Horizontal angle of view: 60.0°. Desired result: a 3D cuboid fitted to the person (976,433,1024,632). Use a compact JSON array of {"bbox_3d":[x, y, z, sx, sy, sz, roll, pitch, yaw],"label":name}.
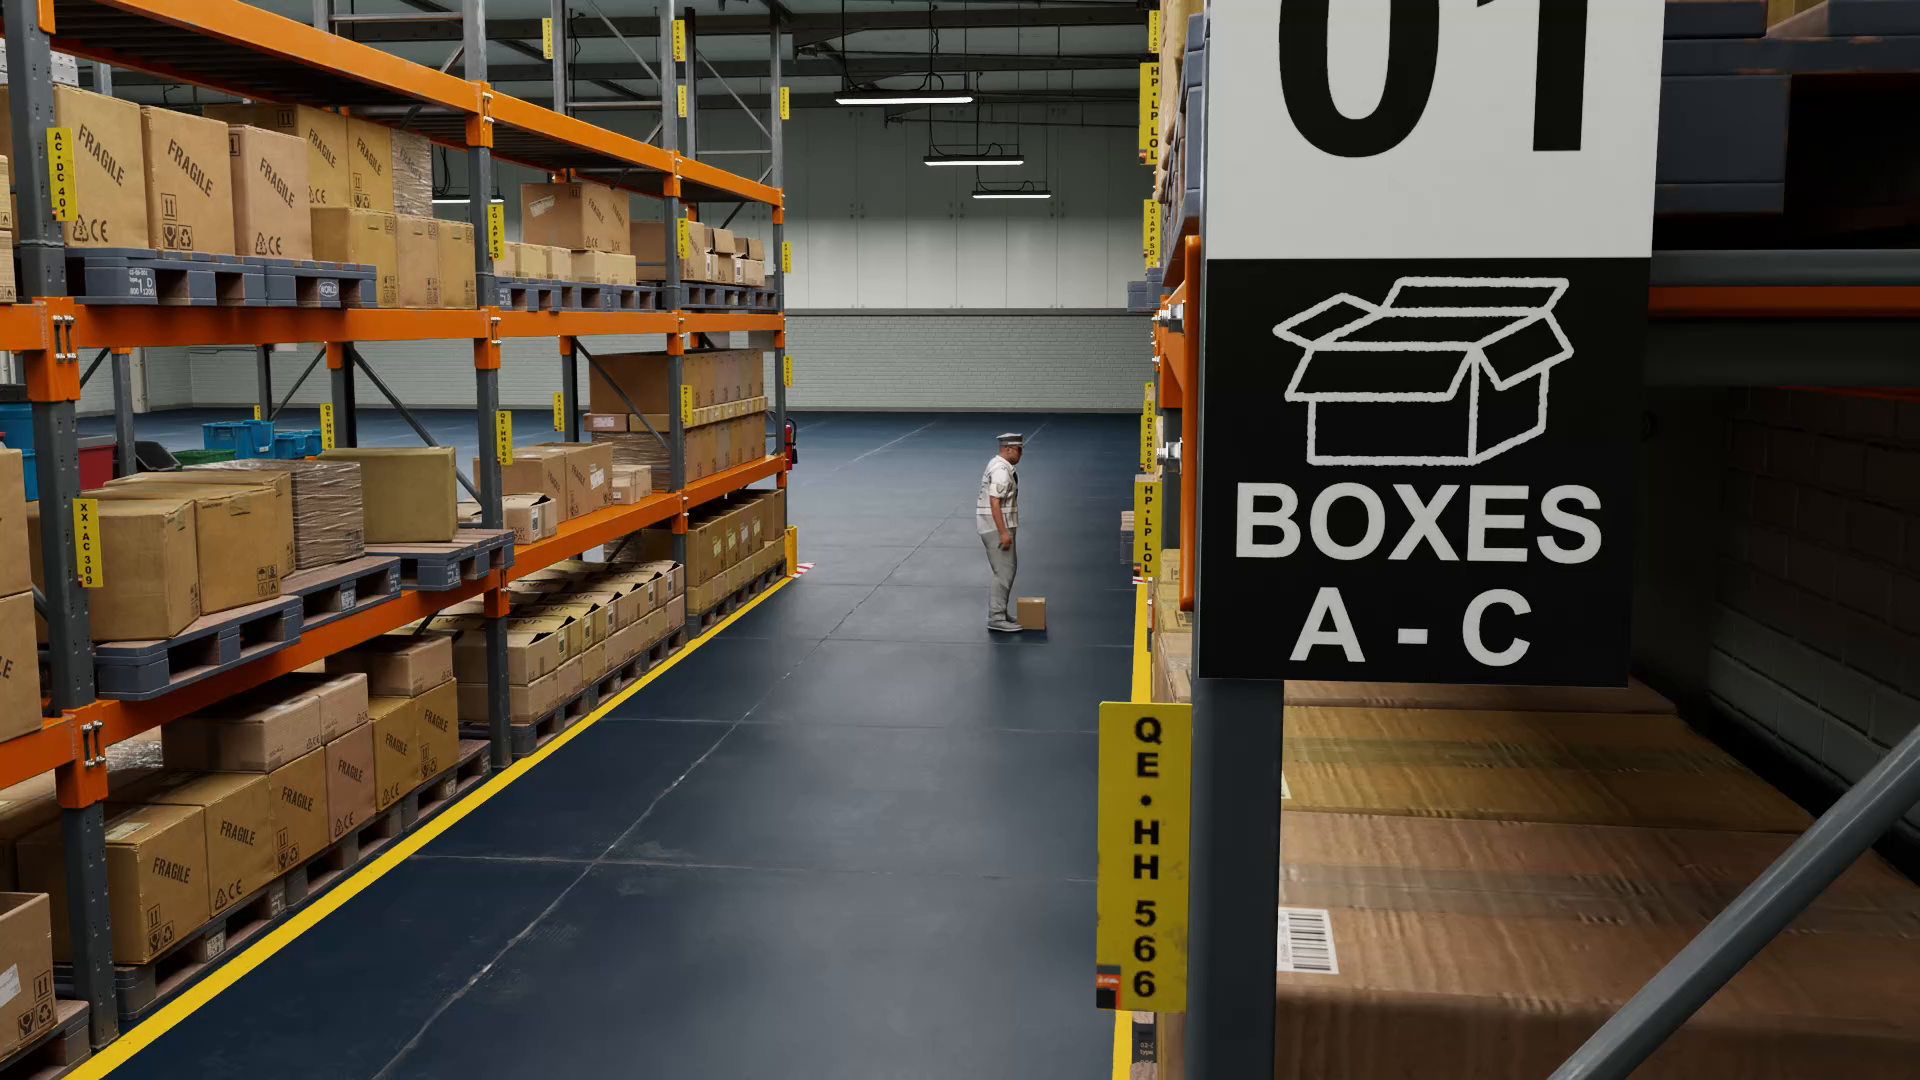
[{"bbox_3d":[0.362,-0.082,14.893,0.432,1.744,0.585,1,8,4],"label":"person"}]
